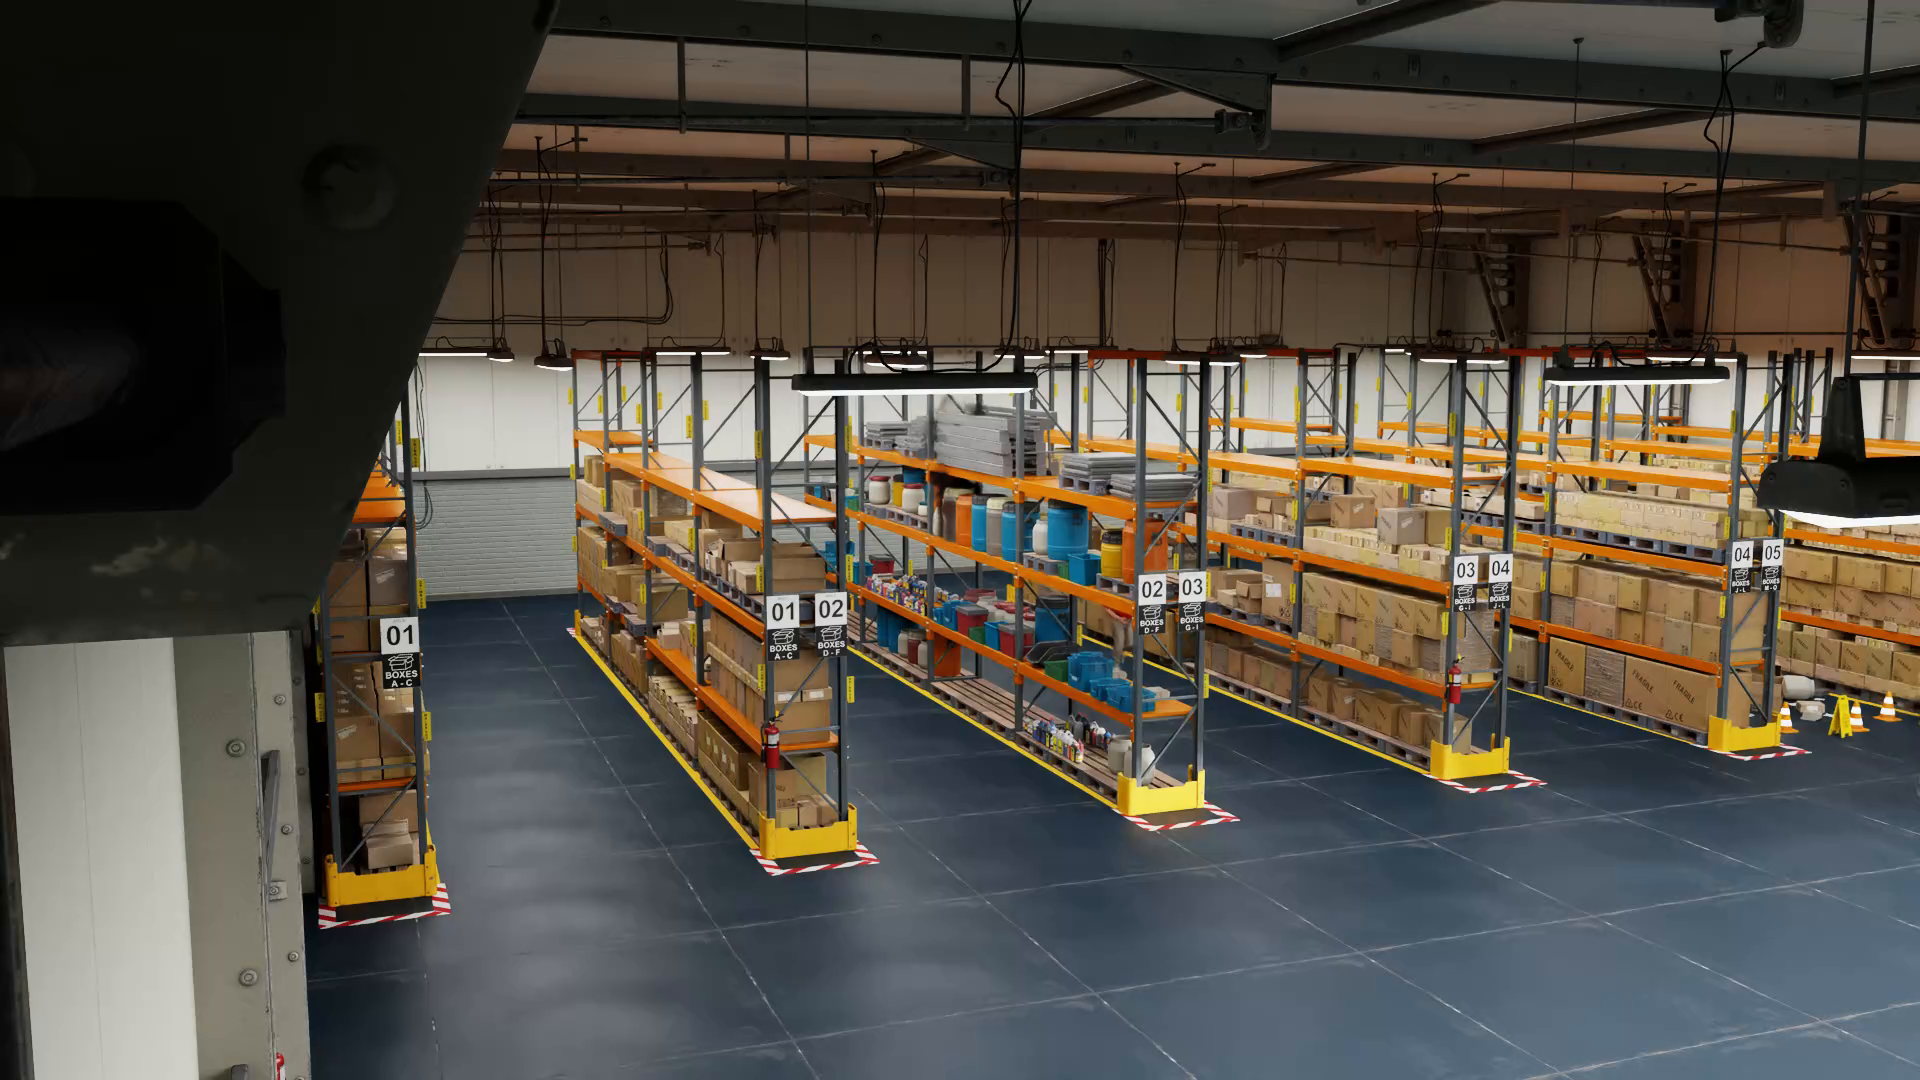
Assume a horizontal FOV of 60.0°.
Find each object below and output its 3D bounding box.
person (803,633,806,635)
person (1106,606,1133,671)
[{"bbox_3d":[-2.990,1.551,30.020,0.657,1.686,0.576,-4,8,-30],"label":"person"},{"bbox_3d":[2.940,1.529,29.685,0.690,1.705,0.635,-2,8,-19],"label":"person"}]
